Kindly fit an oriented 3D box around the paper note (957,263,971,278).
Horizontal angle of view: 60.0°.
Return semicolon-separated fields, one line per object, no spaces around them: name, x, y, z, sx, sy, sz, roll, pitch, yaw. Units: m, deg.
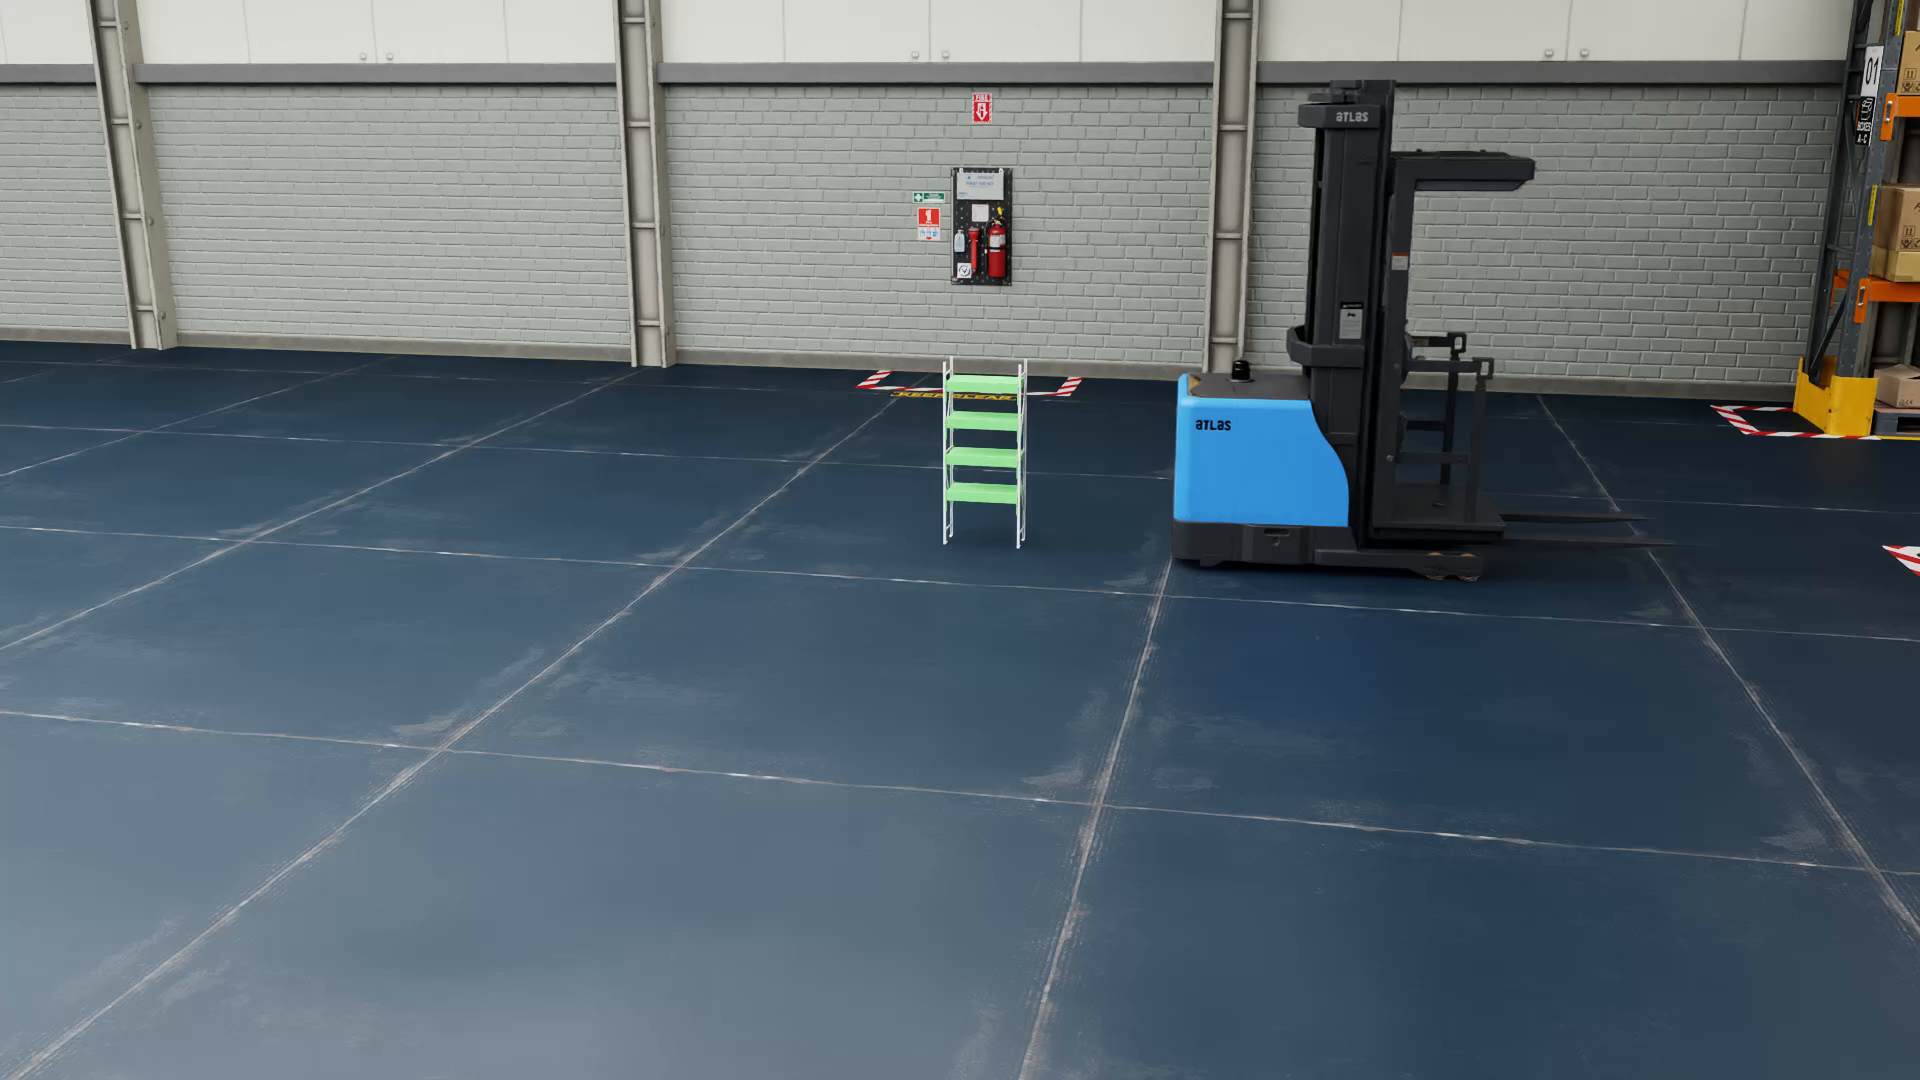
paper note;0.045;-2.742;16.922;0.142;0.148;0.016;3;16;11

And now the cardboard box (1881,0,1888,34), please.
cardboard box;8.114;-4.520;13.974;0.500;0.500;0.500;4;16;14

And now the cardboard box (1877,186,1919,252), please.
cardboard box;8.048;-2.684;13.902;0.500;0.500;0.500;3;16;11

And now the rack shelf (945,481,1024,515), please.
rack shelf;0.162;-0.277;10.881;0.480;0.148;0.258;3;16;11

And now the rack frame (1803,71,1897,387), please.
rack frame;7.640;-2.489;14.360;0.127;3.000;1.000;3;16;11

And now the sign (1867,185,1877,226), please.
sign;7.532;-2.765;13.732;0.005;0.325;0.100;3;16;11

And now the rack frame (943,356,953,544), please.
rack frame;-0.077;-0.582;10.847;0.015;1.200;0.240;3;16;11

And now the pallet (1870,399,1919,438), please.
pallet;8.503;-1.089;14.528;1.213;0.211;1.003;3;16;11

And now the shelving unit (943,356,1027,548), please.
shelving unit;0.162;-0.569;10.800;0.503;1.200;0.258;3;16;11

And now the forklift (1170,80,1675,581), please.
forklift;2.873;-1.313;10.242;3.031;2.935;1.130;2;16;7

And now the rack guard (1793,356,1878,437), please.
rack guard;7.714;-1.281;14.679;0.348;0.500;1.175;3;16;11

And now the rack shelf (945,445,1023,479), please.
rack shelf;0.162;-0.508;10.817;0.480;0.148;0.258;3;16;11

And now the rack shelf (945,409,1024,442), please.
rack shelf;0.162;-0.739;10.753;0.480;0.148;0.258;3;16;11

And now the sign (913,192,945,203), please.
sign;-0.314;-3.465;16.824;0.331;0.109;0.001;3;16;11

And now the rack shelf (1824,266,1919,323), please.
rack shelf;9.600;-2.036;14.072;4.000;0.370;1.077;3;16;11

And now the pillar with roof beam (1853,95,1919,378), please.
pillar with roof beam;7.640;-4.443;10.176;0.400;9.000;9.100;3;16;11

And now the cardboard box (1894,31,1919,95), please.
cardboard box;7.918;-3.910;13.643;0.500;0.500;0.500;4;16;13

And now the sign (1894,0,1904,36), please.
sign;7.532;-4.214;13.330;0.005;0.325;0.100;3;16;11

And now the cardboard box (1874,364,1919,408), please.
cardboard box;8.300;-1.345;14.442;0.500;0.311;0.500;1;16;5

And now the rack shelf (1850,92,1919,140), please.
rack shelf;9.600;-3.482;13.672;4.000;0.370;1.077;3;16;11

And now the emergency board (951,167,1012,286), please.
emergency board;0.204;-3.139;16.705;0.643;1.169;0.194;3;16;11

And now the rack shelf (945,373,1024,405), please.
rack shelf;0.162;-0.970;10.689;0.480;0.148;0.258;3;16;11

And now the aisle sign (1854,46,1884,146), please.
aisle sign;7.509;-3.668;13.743;0.004;0.787;0.394;3;16;11

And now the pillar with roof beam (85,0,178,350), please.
pillar with roof beam;-9.999;-5.401;13.633;0.400;9.000;9.100;3;16;11

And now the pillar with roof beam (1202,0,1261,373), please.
pillar with roof beam;1.760;-4.763;11.328;0.400;9.000;9.100;3;16;11

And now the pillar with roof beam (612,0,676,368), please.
pillar with roof beam;-4.119;-5.082;12.481;0.400;9.000;9.100;3;16;11

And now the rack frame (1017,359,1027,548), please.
rack frame;0.401;-0.556;10.753;0.015;1.200;0.240;3;16;11

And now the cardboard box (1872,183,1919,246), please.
cardboard box;8.144;-2.819;14.387;0.500;0.500;0.500;3;16;10

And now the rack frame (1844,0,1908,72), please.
rack frame;7.640;-5.381;13.559;0.127;3.000;1.000;3;16;11

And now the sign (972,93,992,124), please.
sign;0.216;-4.283;16.492;0.199;0.298;0.001;3;16;11

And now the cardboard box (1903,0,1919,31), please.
cardboard box;7.969;-4.391;13.507;0.500;0.500;0.500;2;16;7

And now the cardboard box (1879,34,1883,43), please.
cardboard box;8.099;-4.037;14.103;0.500;0.500;0.500;4;16;15

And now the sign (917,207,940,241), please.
sign;-0.317;-3.213;16.904;0.234;0.329;0.001;3;16;11

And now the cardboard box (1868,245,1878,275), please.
cardboard box;8.136;-2.453;14.471;0.500;0.250;0.500;3;16;12

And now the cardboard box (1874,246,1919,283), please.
cardboard box;8.055;-2.318;13.984;0.500;0.250;0.500;3;16;9
